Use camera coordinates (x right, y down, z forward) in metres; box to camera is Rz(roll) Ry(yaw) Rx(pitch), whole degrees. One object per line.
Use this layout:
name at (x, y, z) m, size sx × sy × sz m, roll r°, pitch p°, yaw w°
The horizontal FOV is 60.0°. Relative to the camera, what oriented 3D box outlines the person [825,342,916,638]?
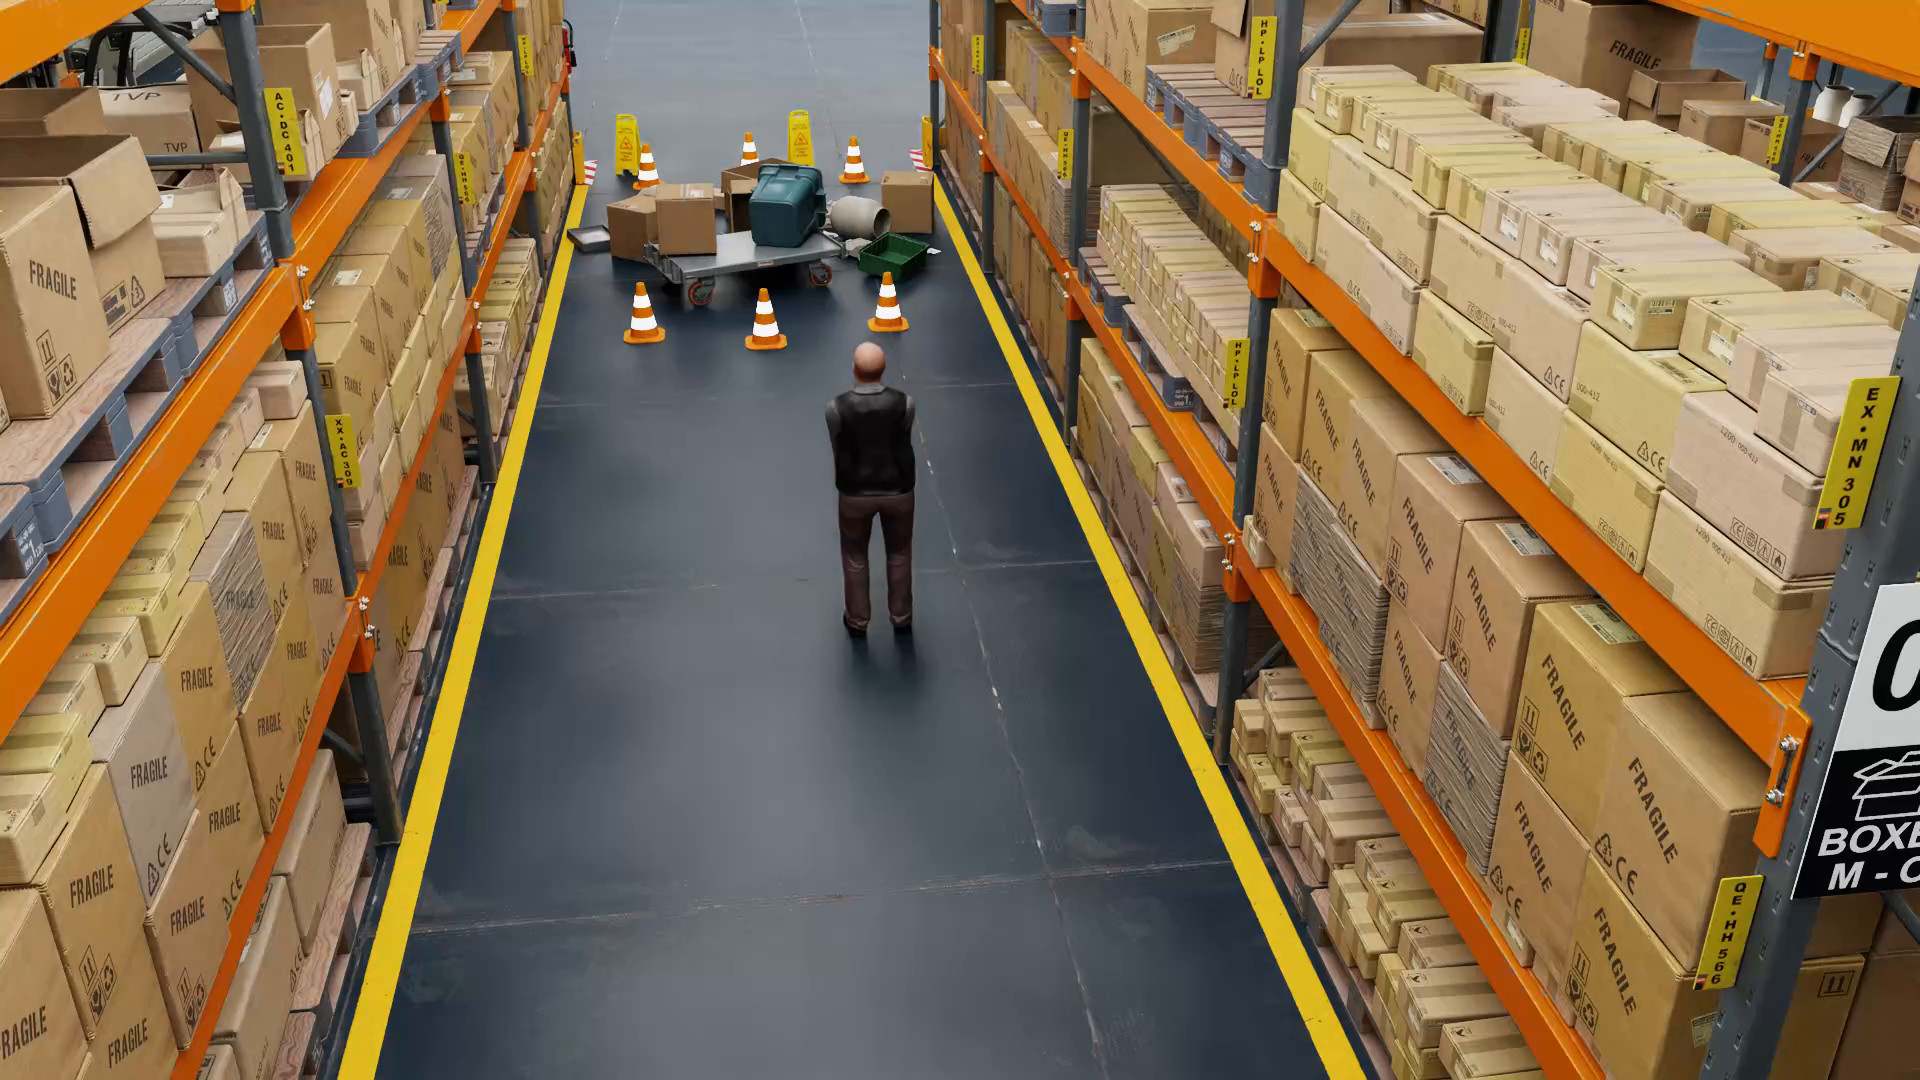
person at (-0.494, -0.304, 9.249) m, size 0.494 × 1.720 × 0.563 m, roll -4°, pitch 27°, yaw -8°
